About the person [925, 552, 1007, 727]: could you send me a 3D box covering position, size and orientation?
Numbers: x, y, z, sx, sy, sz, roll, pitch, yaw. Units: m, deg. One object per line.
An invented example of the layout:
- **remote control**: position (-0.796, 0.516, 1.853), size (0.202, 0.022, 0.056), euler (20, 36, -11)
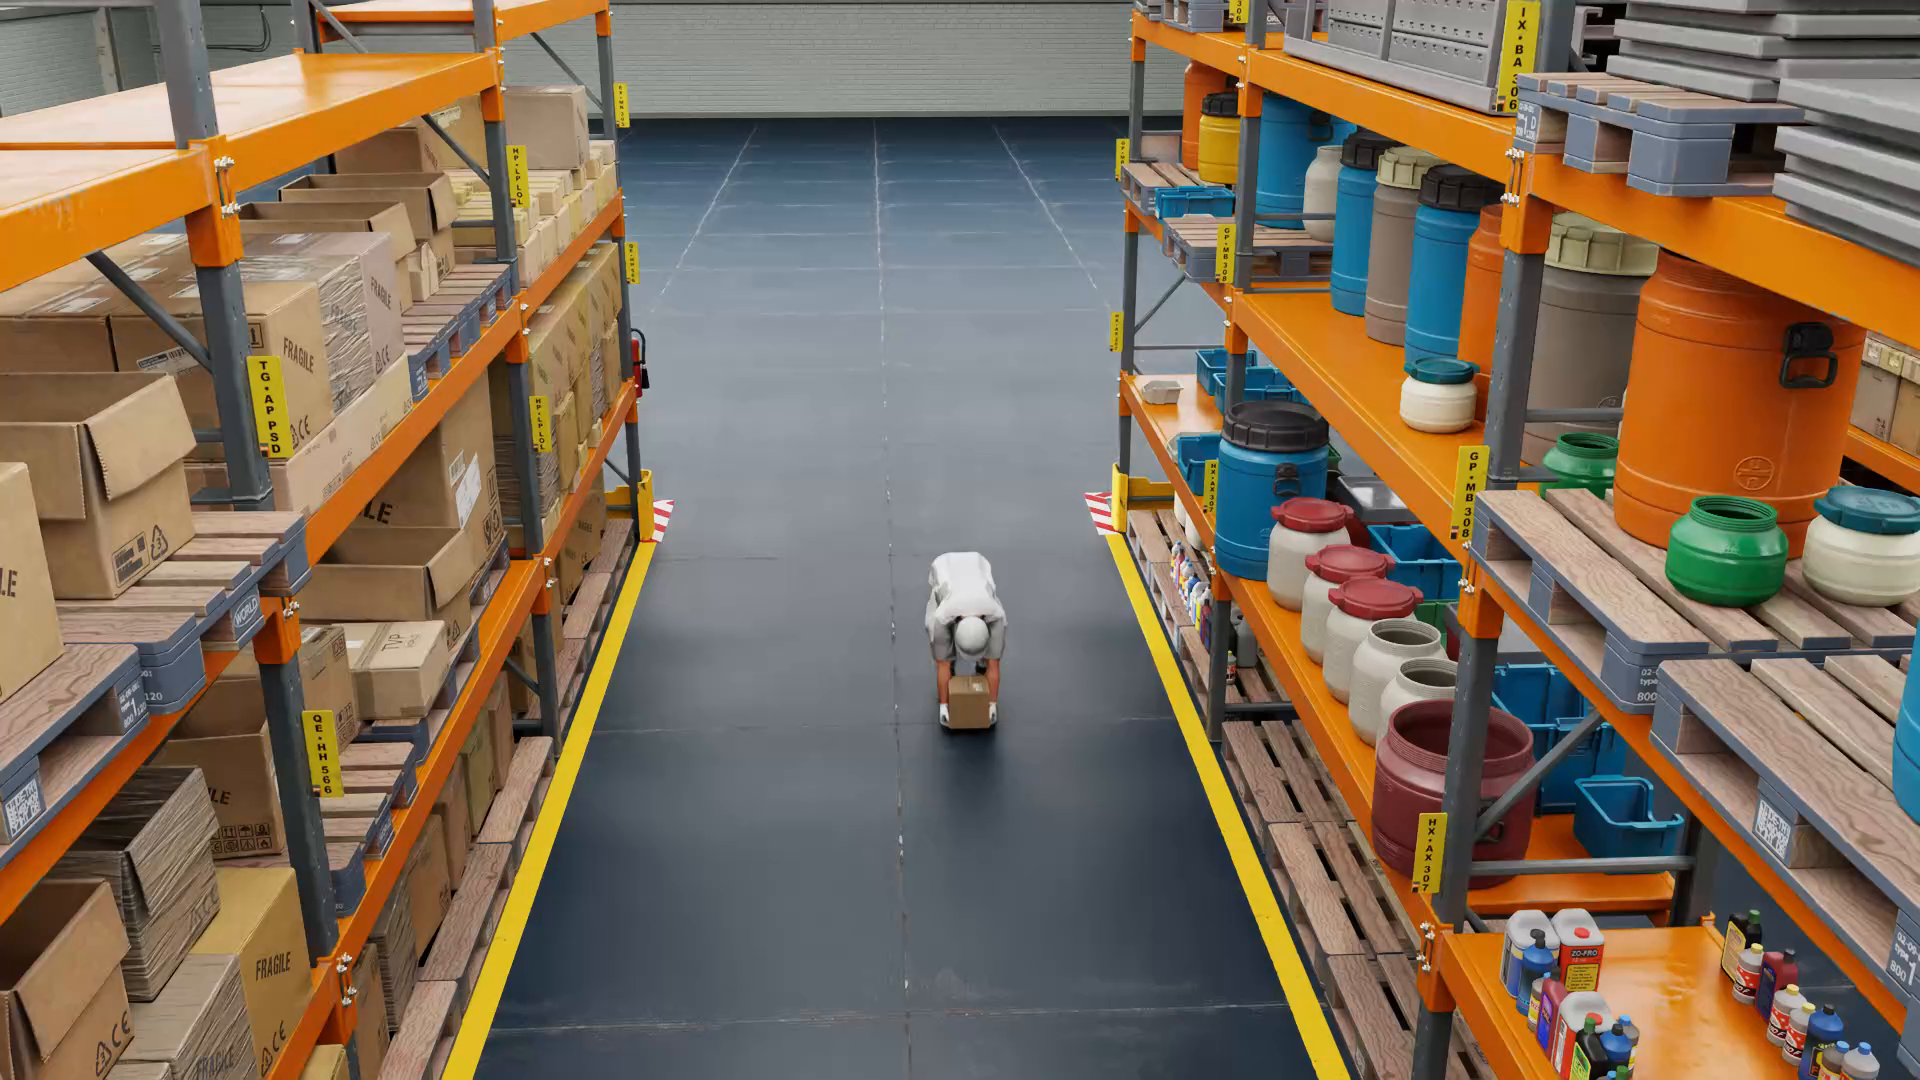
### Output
- **person**: position (0.049, 0.619, 10.558), size (0.528, 0.956, 0.949), euler (-2, 20, -6)
